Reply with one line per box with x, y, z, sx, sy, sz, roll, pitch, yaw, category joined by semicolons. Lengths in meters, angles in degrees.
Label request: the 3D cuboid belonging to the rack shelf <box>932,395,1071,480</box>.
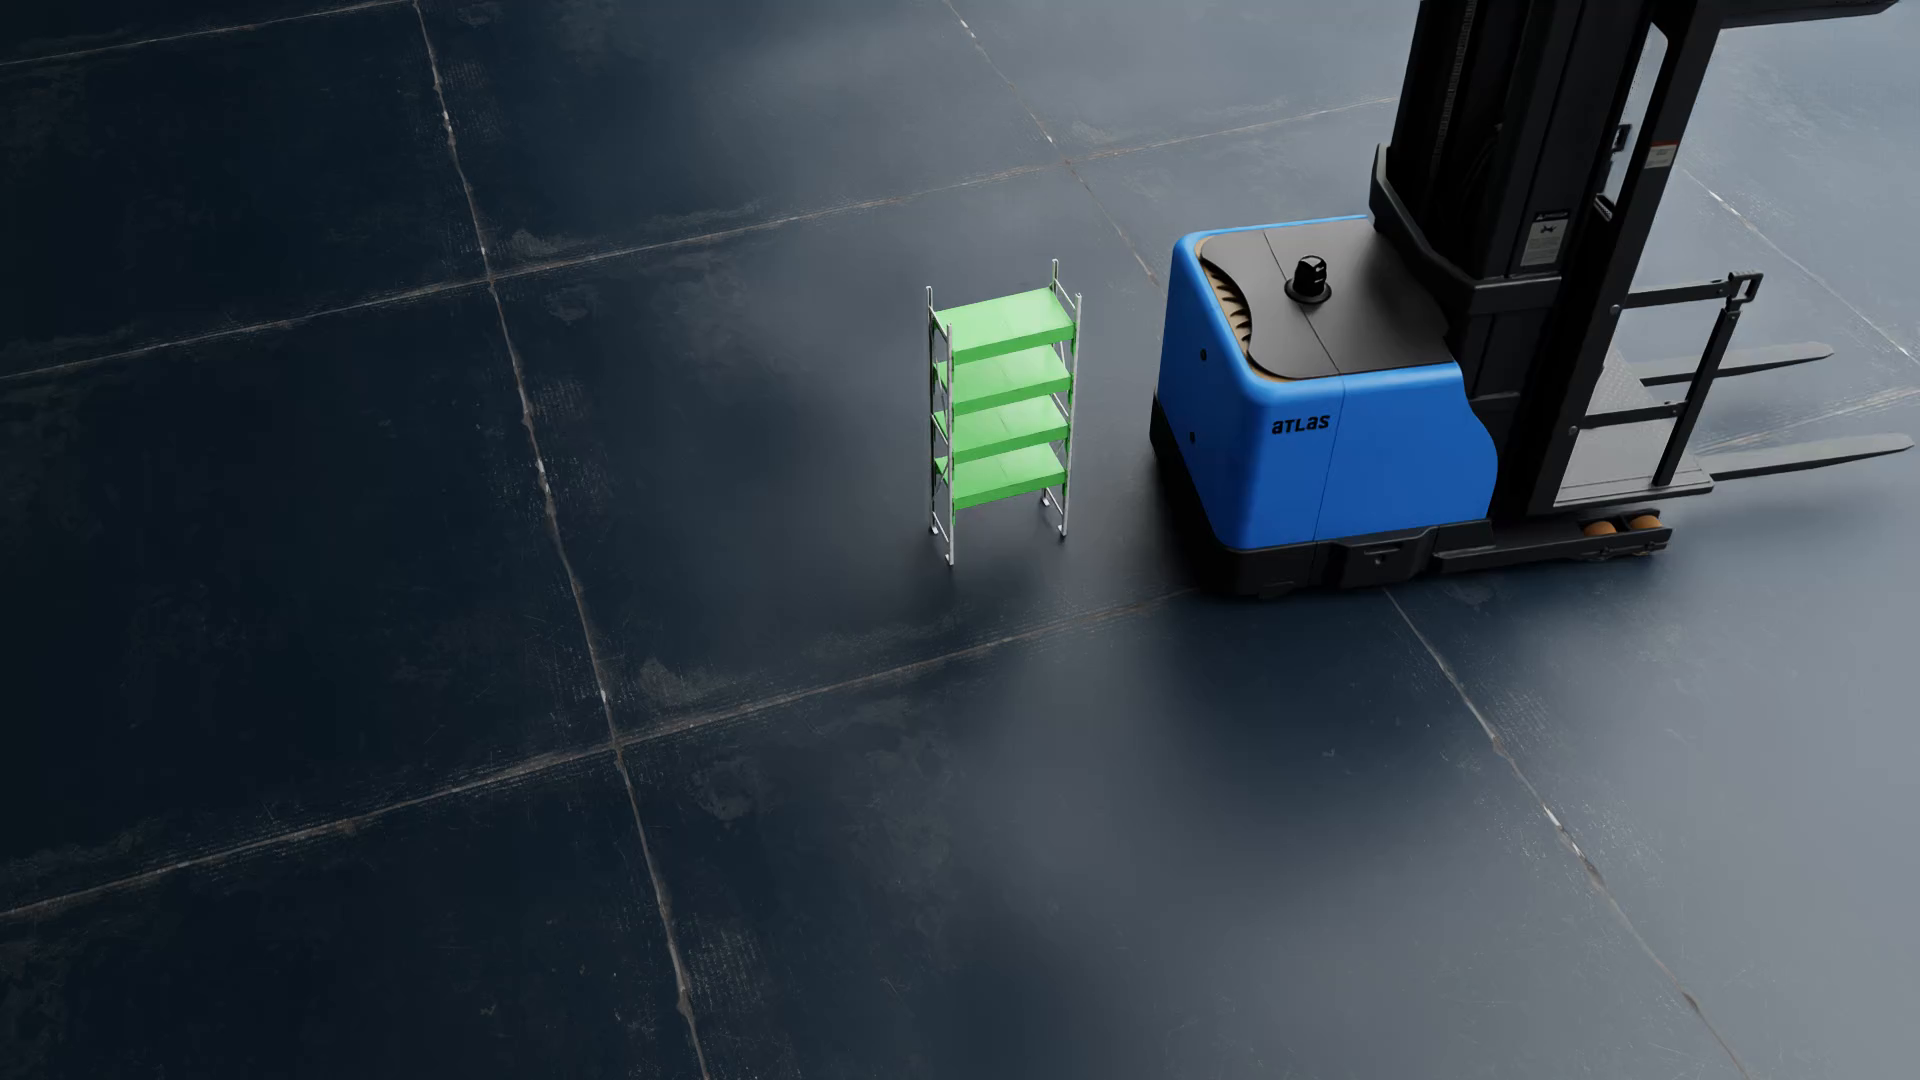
0.156;-0.418;6.410;0.480;0.148;0.258;-14;47;-14;rack shelf

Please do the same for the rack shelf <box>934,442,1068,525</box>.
0.156;-0.249;6.580;0.480;0.148;0.258;-14;47;-14;rack shelf

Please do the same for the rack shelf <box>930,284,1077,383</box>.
0.156;-0.757;6.070;0.480;0.148;0.258;-14;47;-14;rack shelf

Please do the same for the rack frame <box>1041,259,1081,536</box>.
0.385;-0.522;6.423;0.015;1.200;0.240;-14;47;-14;rack frame

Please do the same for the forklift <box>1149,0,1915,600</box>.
2.374;-1.311;5.987;3.031;2.935;1.130;-7;46;-7;forklift

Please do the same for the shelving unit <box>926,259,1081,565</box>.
0.156;-0.463;6.365;0.503;1.200;0.258;-14;47;-14;shelving unit

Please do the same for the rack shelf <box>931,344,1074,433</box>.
0.156;-0.588;6.240;0.480;0.148;0.258;-14;47;-14;rack shelf

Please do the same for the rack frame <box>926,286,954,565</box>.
-0.074;-0.405;6.306;0.015;1.200;0.240;-14;47;-14;rack frame
